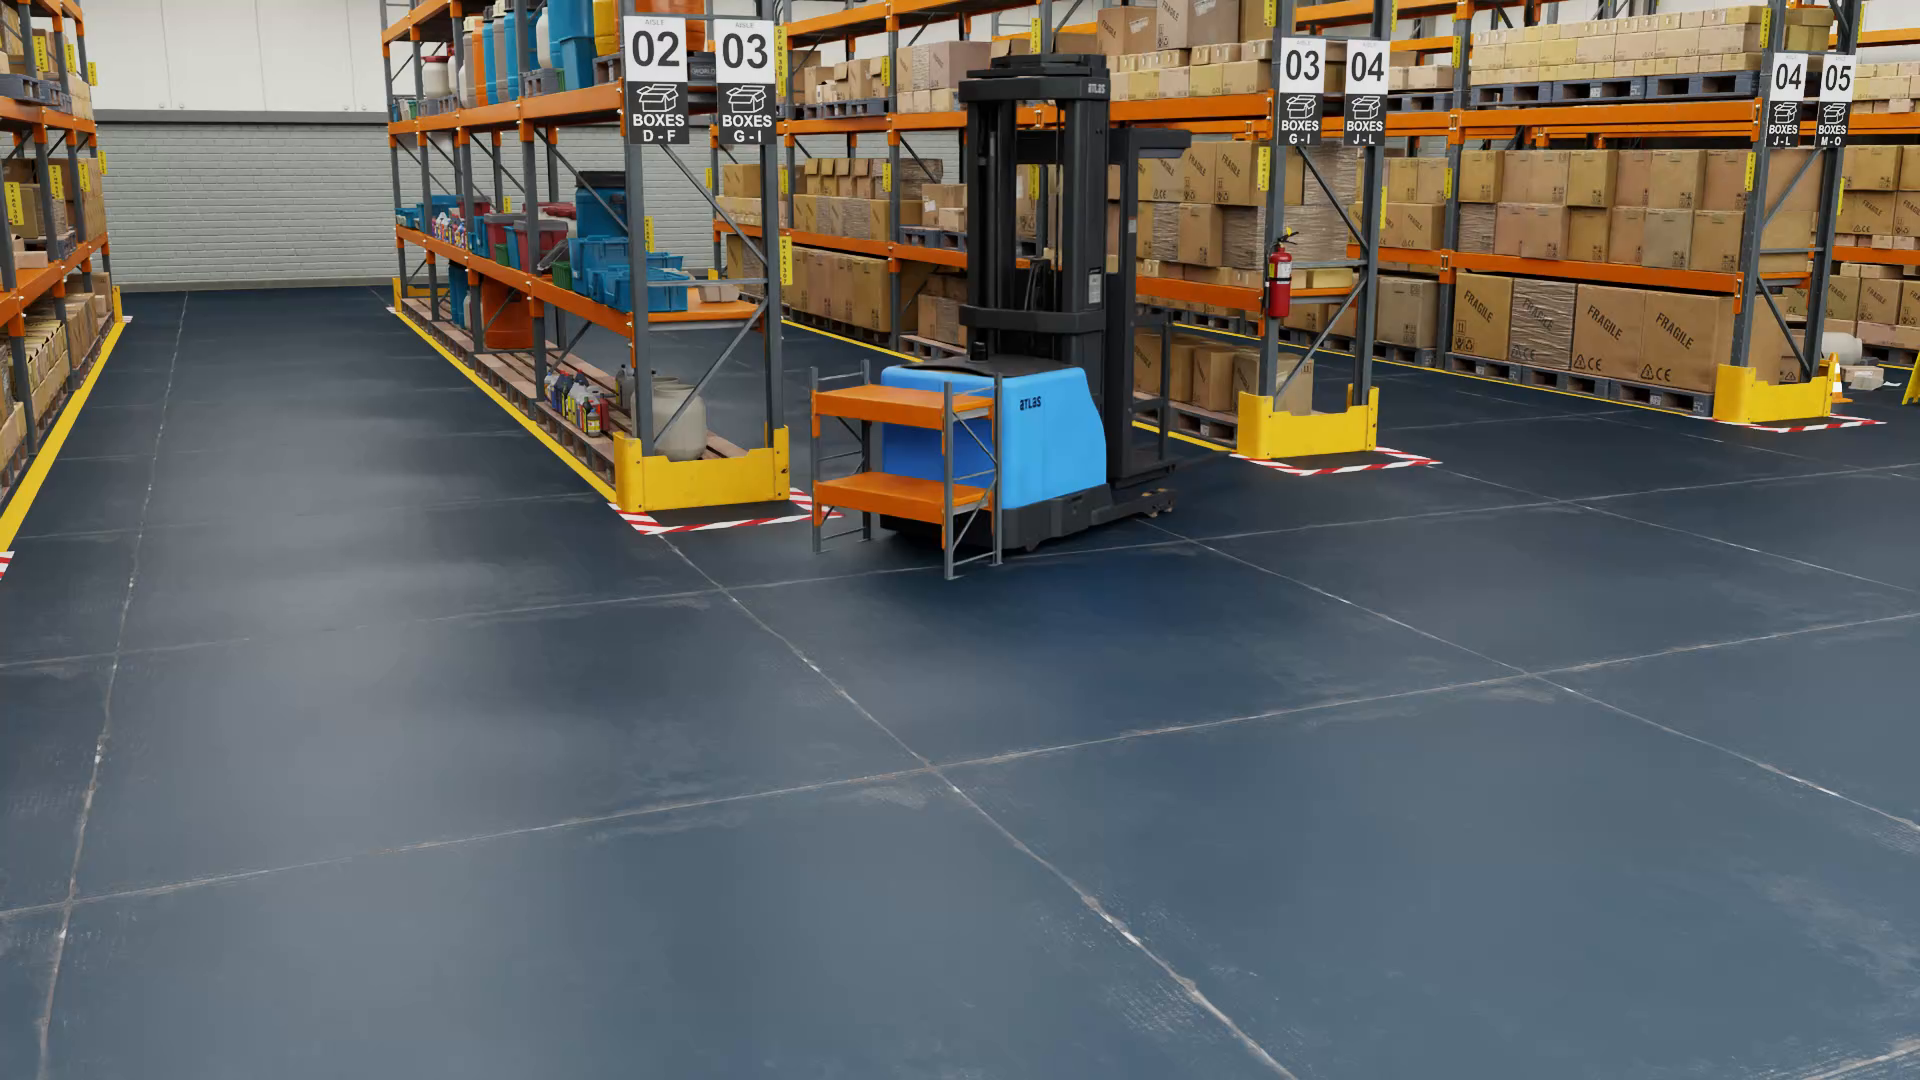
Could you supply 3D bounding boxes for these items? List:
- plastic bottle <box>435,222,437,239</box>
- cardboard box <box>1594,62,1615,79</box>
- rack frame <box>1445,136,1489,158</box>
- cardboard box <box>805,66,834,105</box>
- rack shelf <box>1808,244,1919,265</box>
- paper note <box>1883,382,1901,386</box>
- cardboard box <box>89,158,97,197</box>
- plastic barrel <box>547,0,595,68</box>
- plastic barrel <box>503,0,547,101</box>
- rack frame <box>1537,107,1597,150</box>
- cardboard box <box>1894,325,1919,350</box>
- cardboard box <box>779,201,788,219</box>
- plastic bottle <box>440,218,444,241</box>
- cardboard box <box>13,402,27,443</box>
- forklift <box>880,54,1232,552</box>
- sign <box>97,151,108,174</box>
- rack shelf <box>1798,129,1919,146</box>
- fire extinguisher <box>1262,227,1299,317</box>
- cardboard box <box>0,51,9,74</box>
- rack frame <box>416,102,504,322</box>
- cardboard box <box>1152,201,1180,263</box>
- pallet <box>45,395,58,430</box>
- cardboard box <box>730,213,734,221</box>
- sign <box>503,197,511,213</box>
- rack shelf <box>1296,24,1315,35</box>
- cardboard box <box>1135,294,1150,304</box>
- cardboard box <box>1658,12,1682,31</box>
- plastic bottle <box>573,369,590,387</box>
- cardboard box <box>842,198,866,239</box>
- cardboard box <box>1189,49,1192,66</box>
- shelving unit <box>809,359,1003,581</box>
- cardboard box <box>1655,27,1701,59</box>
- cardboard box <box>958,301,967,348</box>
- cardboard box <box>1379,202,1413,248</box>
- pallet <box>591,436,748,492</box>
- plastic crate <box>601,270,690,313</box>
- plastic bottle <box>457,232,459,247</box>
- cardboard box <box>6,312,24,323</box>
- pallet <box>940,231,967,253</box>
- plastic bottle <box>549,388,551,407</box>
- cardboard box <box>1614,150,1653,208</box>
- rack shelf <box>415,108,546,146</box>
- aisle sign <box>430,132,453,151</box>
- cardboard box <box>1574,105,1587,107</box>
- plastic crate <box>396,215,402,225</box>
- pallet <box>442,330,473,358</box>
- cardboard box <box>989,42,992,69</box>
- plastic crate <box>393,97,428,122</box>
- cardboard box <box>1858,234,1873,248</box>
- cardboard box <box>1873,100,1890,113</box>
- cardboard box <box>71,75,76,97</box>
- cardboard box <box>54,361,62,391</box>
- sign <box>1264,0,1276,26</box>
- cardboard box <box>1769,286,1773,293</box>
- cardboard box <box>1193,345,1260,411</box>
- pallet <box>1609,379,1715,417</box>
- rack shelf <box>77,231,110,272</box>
[{"bbox_3d":[-6.595,-3.950,21.070,0.097,0.271,0.097,0,13,0],"label":"plastic bottle"},{"bbox_3d":[6.370,-4.538,16.075,0.380,0.149,0.250,-5,14,-22],"label":"cardboard box"},{"bbox_3d":[10.056,-6.815,33.162,1.000,3.000,0.127,-6,14,-23],"label":"rack frame"},{"bbox_3d":[-1.726,-6.240,22.873,0.700,0.500,0.500,-5,14,-22],"label":"cardboard box"},{"bbox_3d":[11.118,-3.123,18.806,1.077,0.370,4.000,-6,14,-23],"label":"rack shelf"},{"bbox_3d":[9.717,-1.629,17.341,0.148,0.019,0.142,-12,18,-42],"label":"paper note"},{"bbox_3d":[-11.597,-4.728,21.708,0.500,0.500,0.500,-5,14,-21],"label":"cardboard box"},{"bbox_3d":[-3.001,-4.239,13.337,0.600,0.901,0.708,-6,14,-23],"label":"plastic barrel"},{"bbox_3d":[-3.704,-4.335,14.684,0.600,0.901,0.708,-6,14,-23],"label":"plastic barrel"},{"bbox_3d":[8.715,-4.713,24.081,1.000,3.000,0.127,-6,14,-23],"label":"rack frame"},{"bbox_3d":[10.934,-2.283,18.749,0.500,0.250,0.500,-6,14,-25],"label":"cardboard box"},{"bbox_3d":[-2.385,-4.784,24.059,0.500,0.250,0.500,-6,14,-24],"label":"cardboard box"},{"bbox_3d":[-6.394,-3.842,20.577,0.061,0.283,0.133,-6,14,-23],"label":"plastic bottle"},{"bbox_3d":[-7.456,-0.886,12.714,0.500,0.250,0.500,-6,14,-23],"label":"cardboard box"},{"bbox_3d":[0.802,-1.635,10.933,1.130,2.935,3.031,10,16,37],"label":"forklift"},{"bbox_3d":[-12.132,-5.341,23.524,0.100,0.325,0.005,-6,14,-23],"label":"sign"},{"bbox_3d":[14.062,-5.860,23.979,1.077,0.370,4.000,-6,14,-23],"label":"rack shelf"},{"bbox_3d":[2.463,-2.062,12.798,0.296,0.674,0.183,-6,14,-23],"label":"fire extinguisher"},{"bbox_3d":[-8.984,-4.321,15.138,0.500,0.250,0.500,-5,14,-21],"label":"cardboard box"},{"bbox_3d":[-6.506,-4.197,21.851,1.000,3.000,0.127,-6,14,-23],"label":"rack frame"},{"bbox_3d":[2.173,-2.674,14.391,0.875,0.500,0.500,-6,14,-23],"label":"cardboard box"},{"bbox_3d":[-8.665,-1.140,14.827,1.003,0.211,1.213,-6,14,-23],"label":"pallet"},{"bbox_3d":[-3.418,-5.086,26.248,0.380,0.149,0.250,-6,14,-24],"label":"cardboard box"},{"bbox_3d":[-6.001,-4.381,22.033,0.100,0.325,0.005,-6,14,-23],"label":"sign"},{"bbox_3d":[3.418,-7.036,23.294,1.077,0.370,4.000,-6,14,-23],"label":"rack shelf"},{"bbox_3d":[2.884,-3.772,24.629,0.500,0.500,0.500,-5,14,-20],"label":"cardboard box"},{"bbox_3d":[6.672,-4.770,15.310,0.380,0.149,0.250,-5,14,-22],"label":"cardboard box"},{"bbox_3d":[-3.226,-1.277,14.132,0.144,0.351,0.185,-6,14,-23],"label":"plastic bottle"},{"bbox_3d":[-1.196,-4.157,21.455,0.500,0.500,0.500,-6,14,-25],"label":"cardboard box"},{"bbox_3d":[2.128,-4.000,13.795,0.380,0.149,0.250,-5,14,-22],"label":"cardboard box"},{"bbox_3d":[-0.322,-0.436,9.757,1.048,1.125,0.538,10,16,37],"label":"shelving unit"},{"bbox_3d":[6.772,-4.558,15.278,0.500,0.250,0.500,-6,14,-23],"label":"cardboard box"},{"bbox_3d":[0.388,-2.448,18.861,0.700,0.500,0.500,-4,14,-18],"label":"cardboard box"},{"bbox_3d":[5.165,-3.655,19.289,0.500,0.500,0.500,-6,14,-24],"label":"cardboard box"},{"bbox_3d":[-2.093,-0.539,12.230,1.003,0.211,1.213,-6,14,-23],"label":"pallet"},{"bbox_3d":[-2.174,-1.722,11.486,0.499,0.251,0.616,-6,14,-23],"label":"plastic crate"},{"bbox_3d":[-5.774,-3.492,19.248,0.097,0.201,0.097,0,13,0],"label":"plastic bottle"},{"bbox_3d":[-10.034,-2.092,17.326,0.500,0.500,0.500,-5,14,-21],"label":"cardboard box"},{"bbox_3d":[0.465,-3.319,18.484,1.003,0.211,1.213,-6,14,-23],"label":"pallet"},{"bbox_3d":[-3.494,-1.248,14.338,0.097,0.201,0.097,0,13,0],"label":"plastic bottle"},{"bbox_3d":[6.906,-3.505,16.133,0.875,0.550,0.550,-6,14,-23],"label":"cardboard box"},{"bbox_3d":[-5.705,-4.895,19.808,1.077,0.370,4.000,-6,14,-23],"label":"rack shelf"},{"bbox_3d":[-7.869,-6.331,25.307,0.394,0.787,0.004,-6,14,-23],"label":"aisle sign"},{"bbox_3d":[8.787,-5.976,23.182,0.396,0.266,0.258,-6,14,-23],"label":"cardboard box"},{"bbox_3d":[-8.259,-4.770,24.777,0.250,0.136,0.298,-6,14,-23],"label":"plastic crate"},{"bbox_3d":[-5.743,-2.423,20.369,1.003,0.211,1.213,-6,14,-23],"label":"pallet"},{"bbox_3d":[0.454,-5.287,18.577,0.500,0.500,0.500,-5,14,-22],"label":"cardboard box"},{"bbox_3d":[-7.748,-6.114,23.619,0.504,0.338,0.767,-6,14,-23],"label":"plastic crate"},{"bbox_3d":[10.635,-3.464,19.241,0.380,0.149,0.250,-6,14,-23],"label":"cardboard box"},{"bbox_3d":[10.632,-4.927,18.910,0.380,0.149,0.250,-6,14,-25],"label":"cardboard box"},{"bbox_3d":[-11.215,-5.608,20.520,0.500,0.250,0.500,-6,14,-23],"label":"cardboard box"},{"bbox_3d":[-8.601,-1.492,15.330,0.500,0.250,0.500,-5,14,-22],"label":"cardboard box"},{"bbox_3d":[2.322,-4.012,12.435,0.100,0.325,0.005,-6,14,-23],"label":"sign"},{"bbox_3d":[12.895,-4.217,26.549,0.500,0.500,0.500,-5,14,-21],"label":"cardboard box"},{"bbox_3d":[2.333,-1.403,14.390,0.500,0.500,0.500,-2,13,-8],"label":"cardboard box"},{"bbox_3d":[7.032,-1.392,15.915,1.003,0.211,1.213,-6,14,-23],"label":"pallet"},{"bbox_3d":[-11.847,-3.813,21.787,1.077,0.370,4.000,-6,14,-23],"label":"rack shelf"}]
